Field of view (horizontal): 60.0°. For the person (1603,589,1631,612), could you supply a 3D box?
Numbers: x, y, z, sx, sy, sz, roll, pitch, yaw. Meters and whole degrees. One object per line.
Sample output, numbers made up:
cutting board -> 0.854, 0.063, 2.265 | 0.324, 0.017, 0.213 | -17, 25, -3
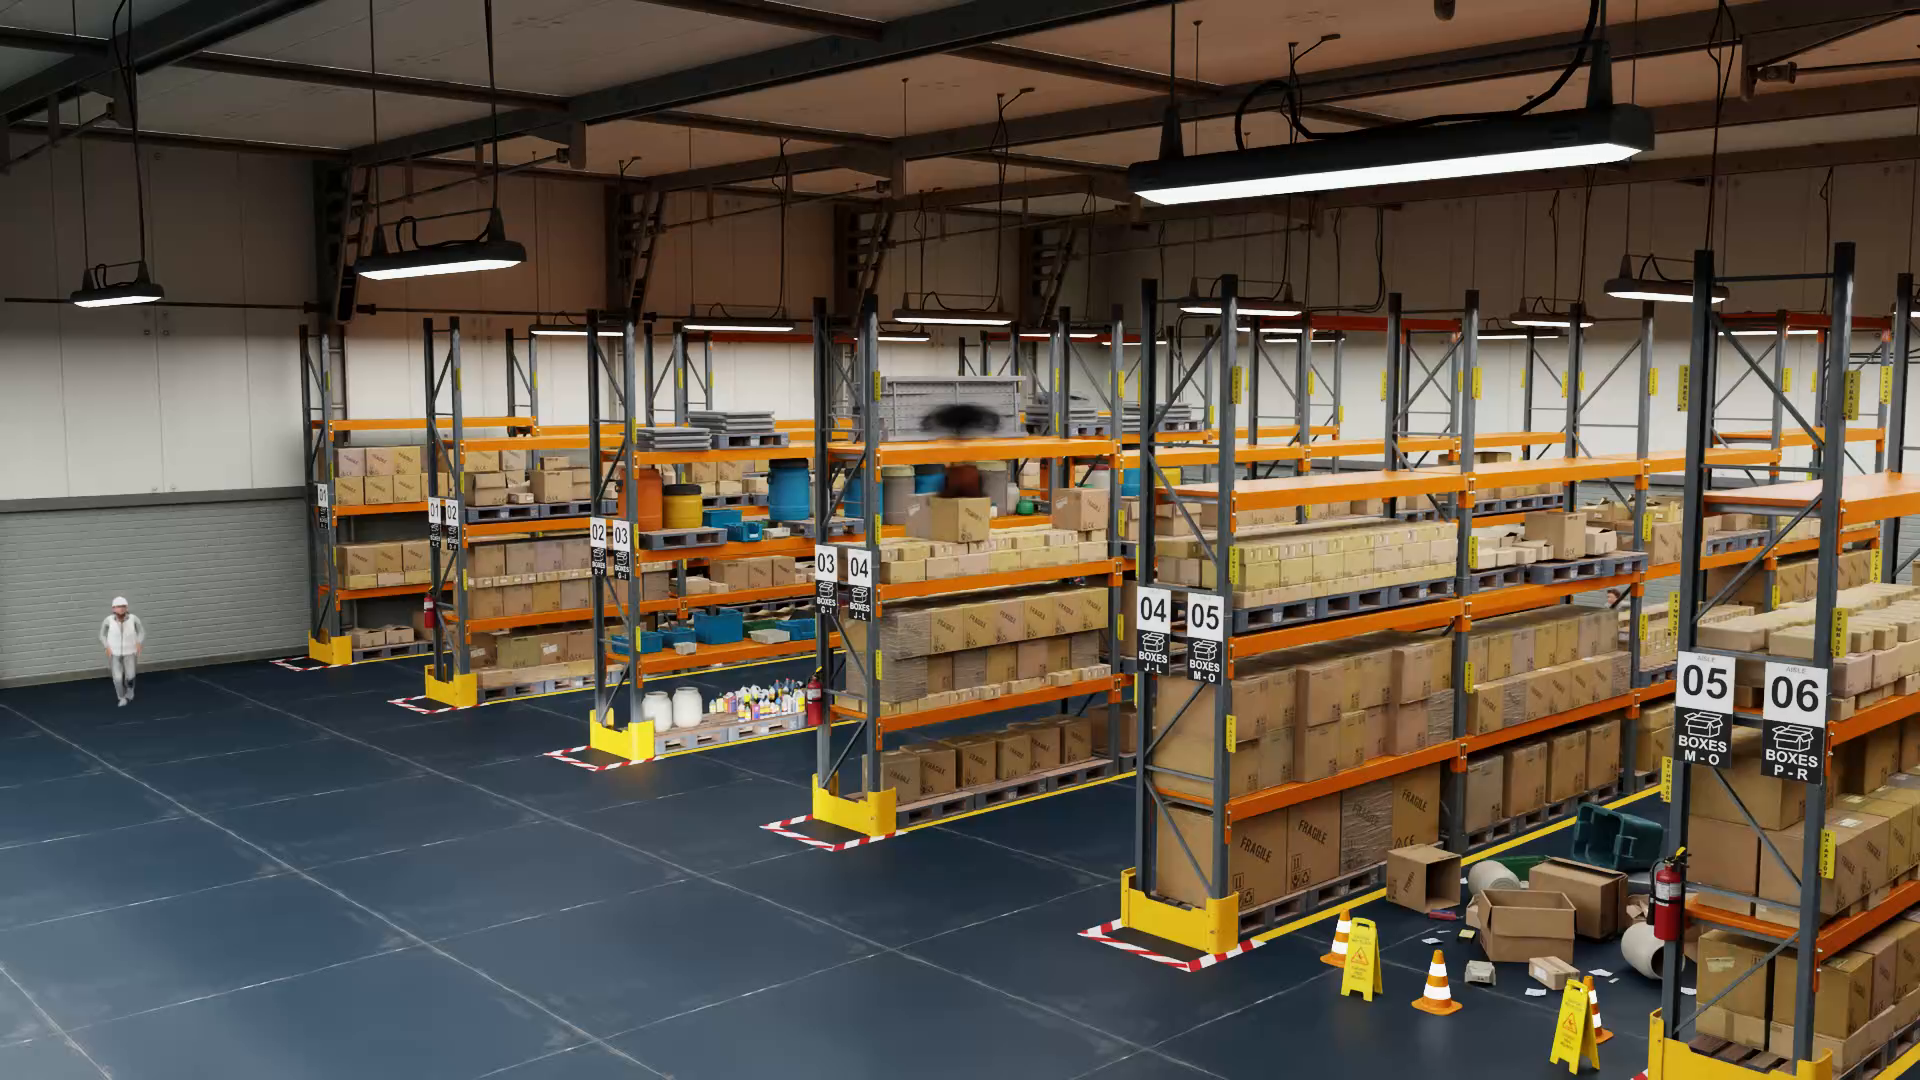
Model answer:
person -> 11.113, 1.598, 27.817 | 0.952, 1.620, 0.596 | -4, 7, -32

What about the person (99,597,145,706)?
person -> -12.939, 1.722, 25.710 | 0.636, 1.711, 0.546 | -3, 6, -25
